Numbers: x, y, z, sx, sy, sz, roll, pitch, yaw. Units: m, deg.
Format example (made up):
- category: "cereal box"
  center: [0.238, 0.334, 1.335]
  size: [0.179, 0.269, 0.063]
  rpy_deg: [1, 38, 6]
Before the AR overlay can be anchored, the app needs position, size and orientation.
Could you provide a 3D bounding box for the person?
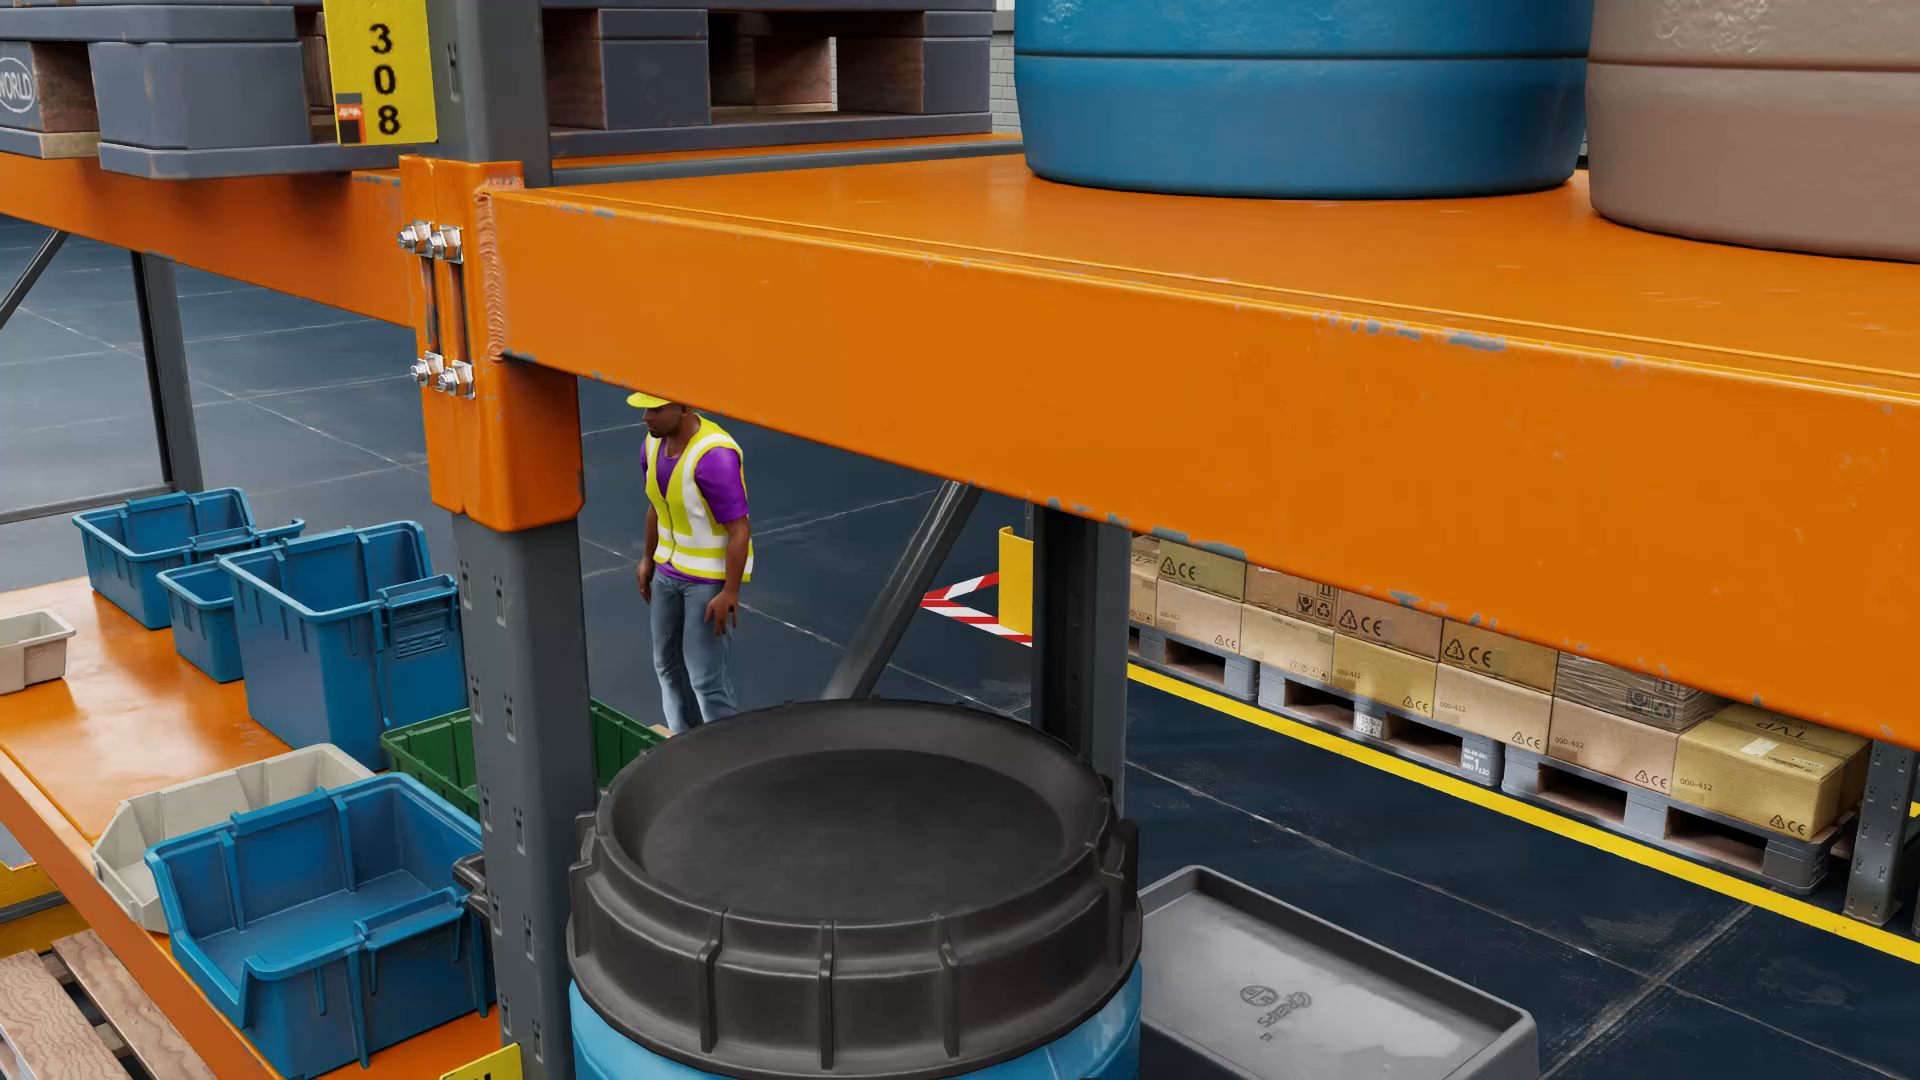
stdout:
- category: "person"
  center: [-1.067, 0.145, 6.547]
  size: [0.460, 1.760, 0.627]
  rpy_deg: [-15, 23, -41]
